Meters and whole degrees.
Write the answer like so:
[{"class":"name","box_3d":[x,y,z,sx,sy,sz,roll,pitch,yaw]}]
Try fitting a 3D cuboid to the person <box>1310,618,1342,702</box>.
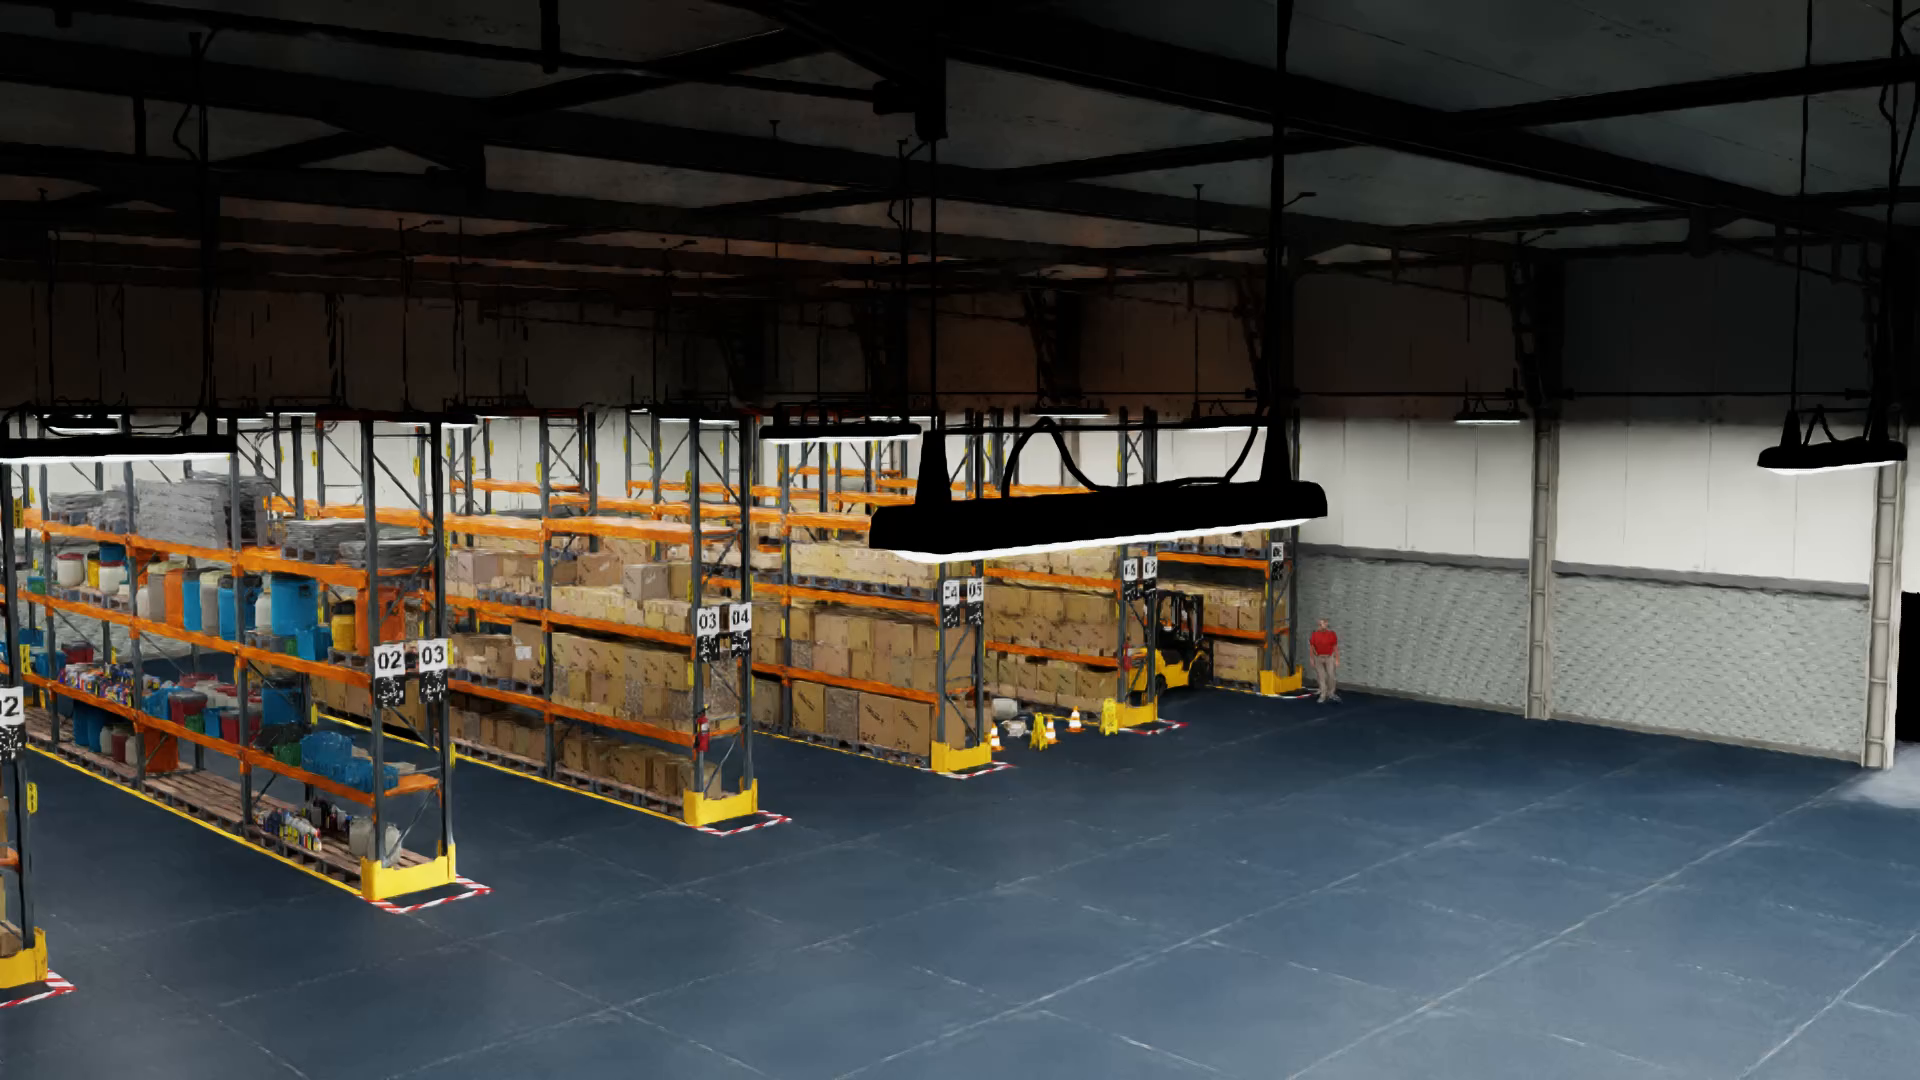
[{"class":"person","box_3d":[7.486,2.452,34.014,0.658,1.720,0.426,1,5,13]}]
